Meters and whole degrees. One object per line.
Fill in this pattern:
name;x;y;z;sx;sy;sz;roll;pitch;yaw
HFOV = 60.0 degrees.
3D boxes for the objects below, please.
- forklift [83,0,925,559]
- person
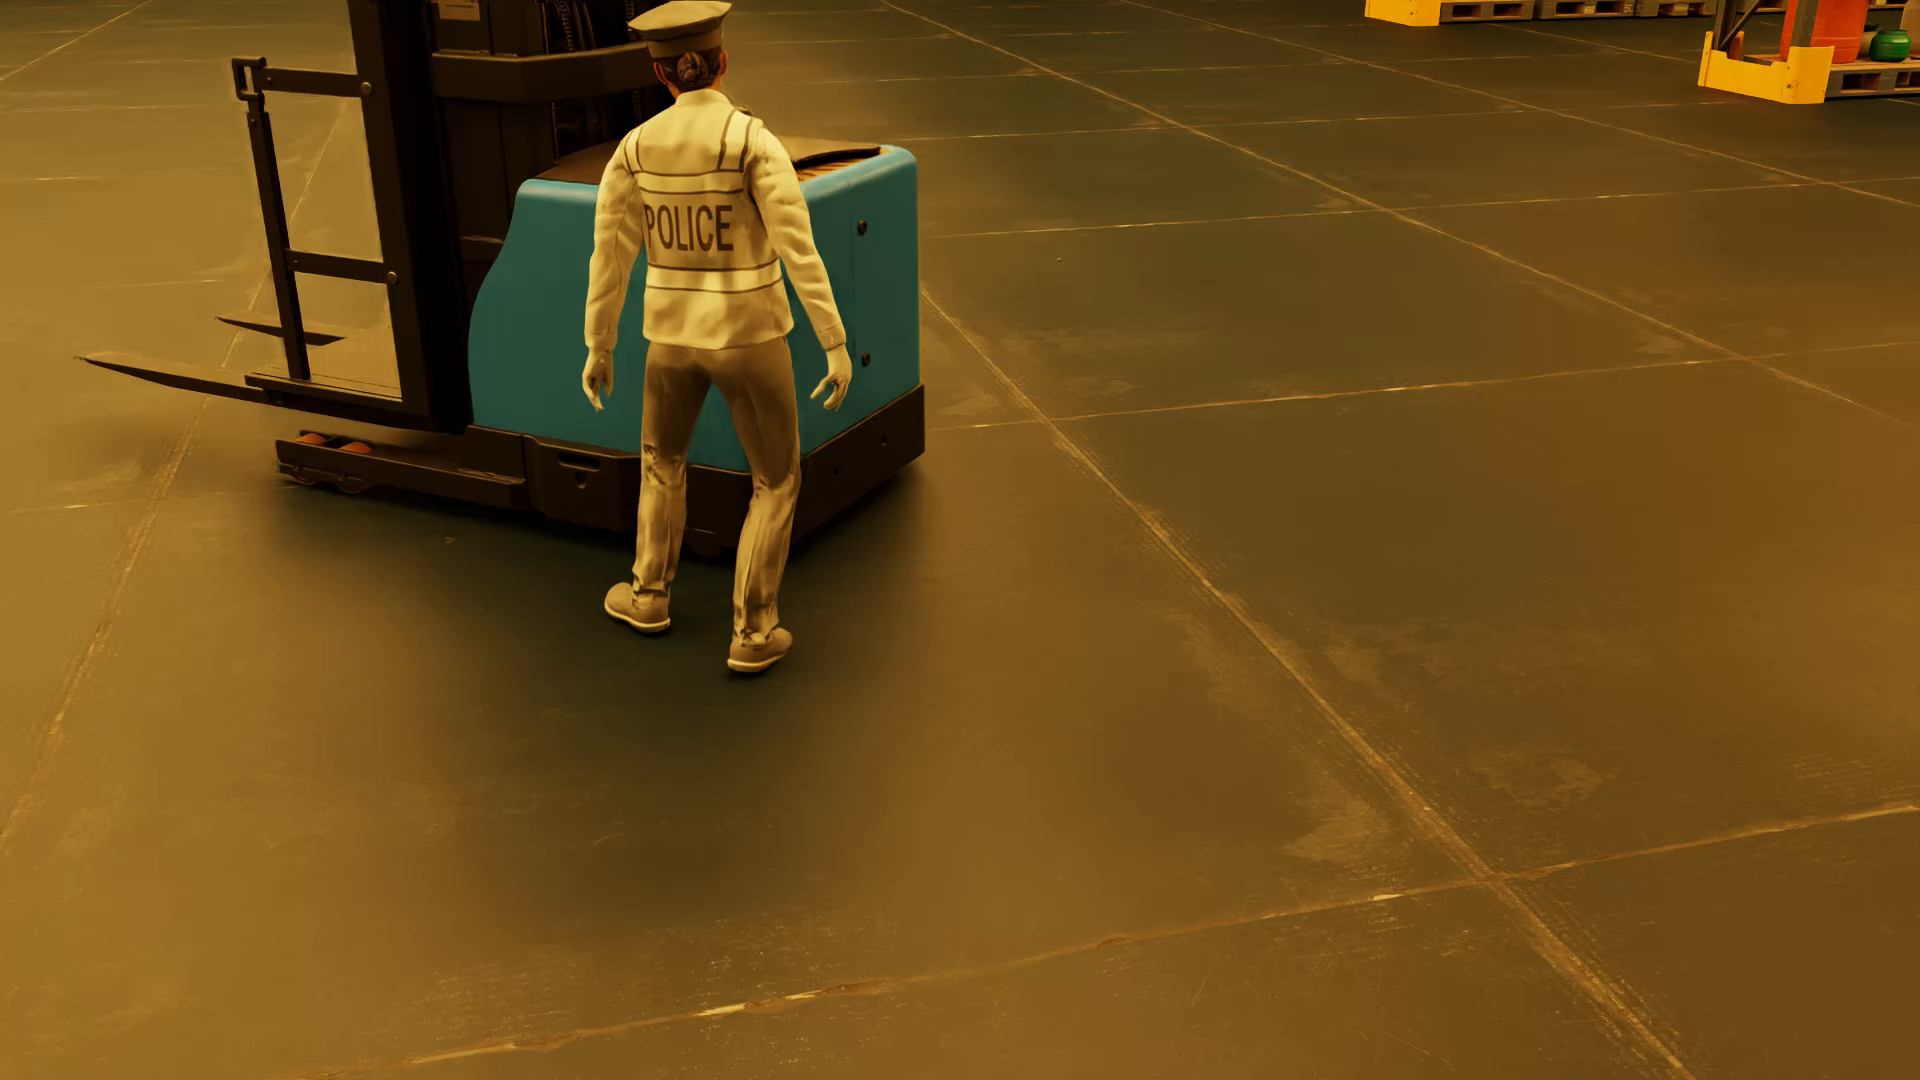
forklift;-1.676;-1.671;5.236;3.031;2.935;1.130;10;25;23
person;-0.624;-0.474;4.138;0.809;1.642;0.417;8;24;19
